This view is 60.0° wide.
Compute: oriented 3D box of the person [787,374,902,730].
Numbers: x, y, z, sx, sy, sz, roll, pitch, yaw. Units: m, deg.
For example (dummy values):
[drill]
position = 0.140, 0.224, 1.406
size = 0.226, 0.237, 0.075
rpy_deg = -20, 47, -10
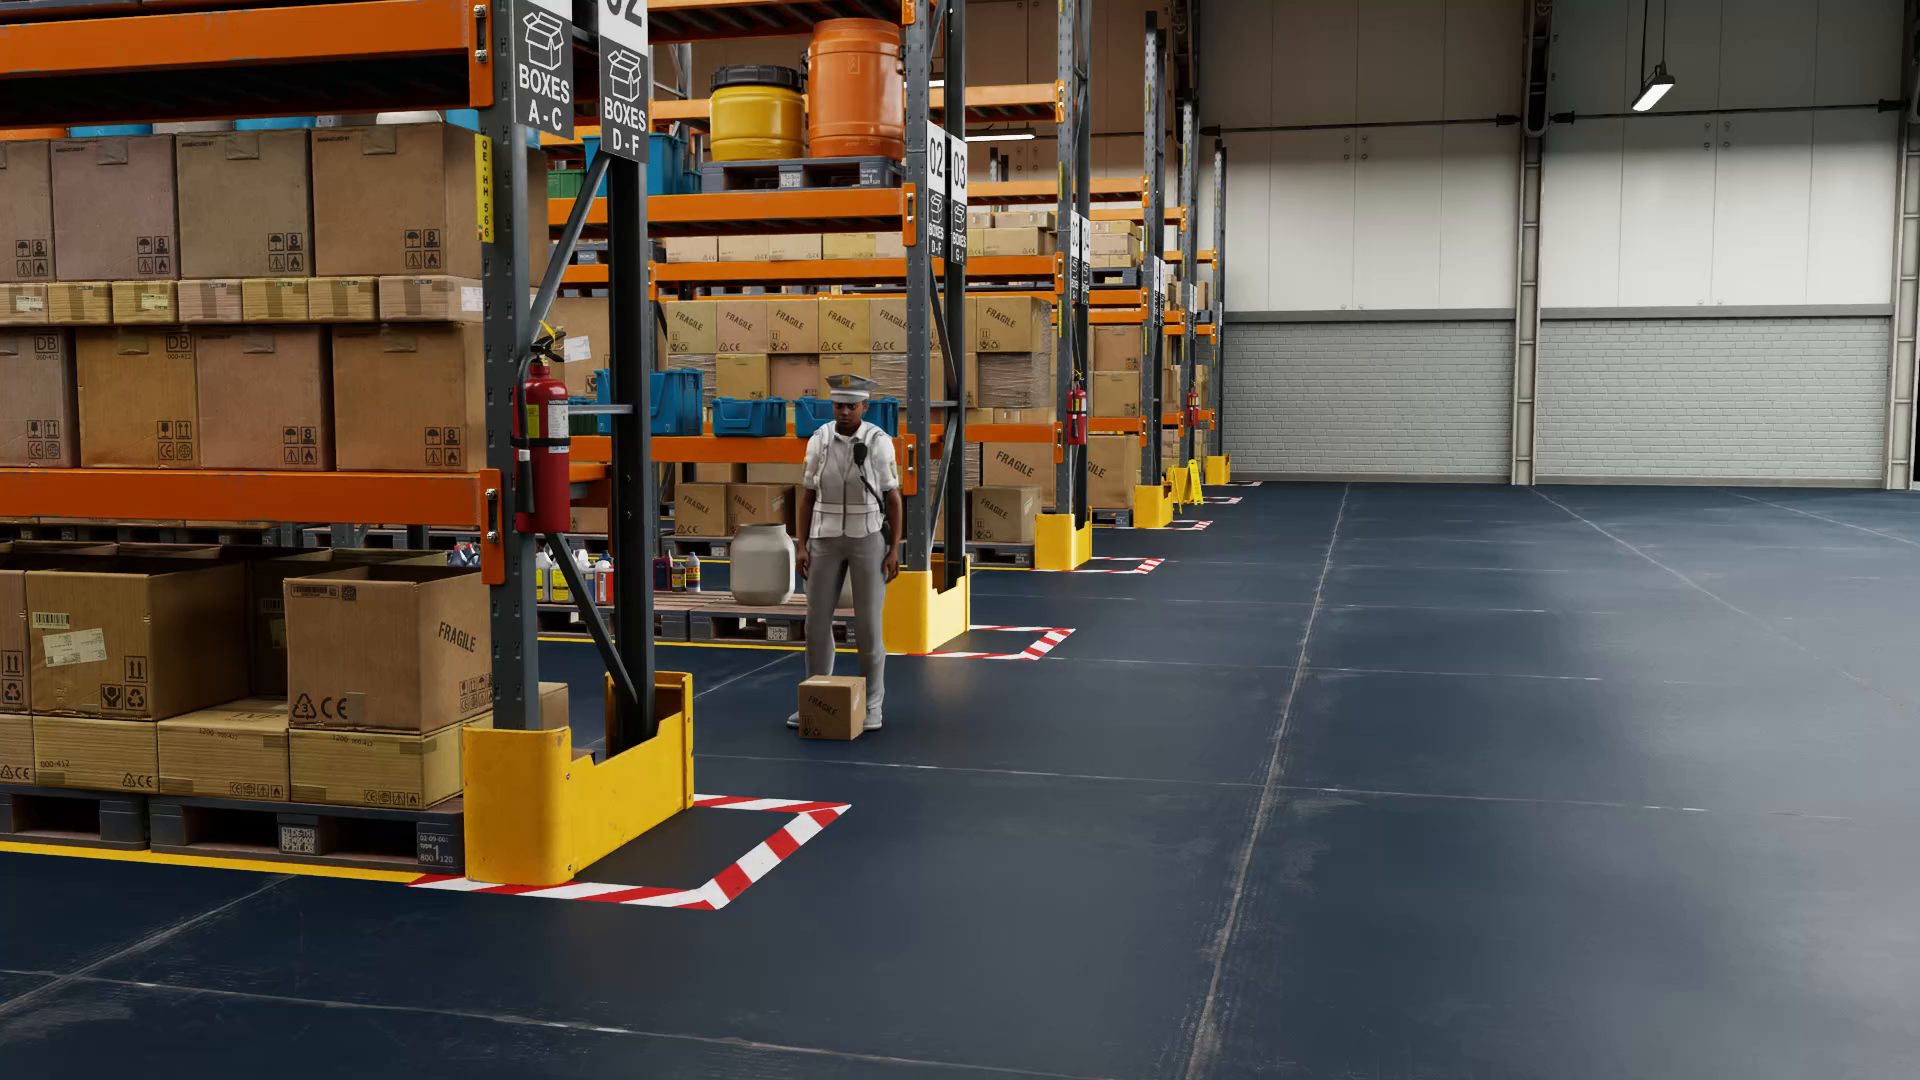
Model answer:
[person]
position = -0.539, 0.052, 7.844
size = 0.529, 1.657, 0.398
rpy_deg = 1, 5, 10
